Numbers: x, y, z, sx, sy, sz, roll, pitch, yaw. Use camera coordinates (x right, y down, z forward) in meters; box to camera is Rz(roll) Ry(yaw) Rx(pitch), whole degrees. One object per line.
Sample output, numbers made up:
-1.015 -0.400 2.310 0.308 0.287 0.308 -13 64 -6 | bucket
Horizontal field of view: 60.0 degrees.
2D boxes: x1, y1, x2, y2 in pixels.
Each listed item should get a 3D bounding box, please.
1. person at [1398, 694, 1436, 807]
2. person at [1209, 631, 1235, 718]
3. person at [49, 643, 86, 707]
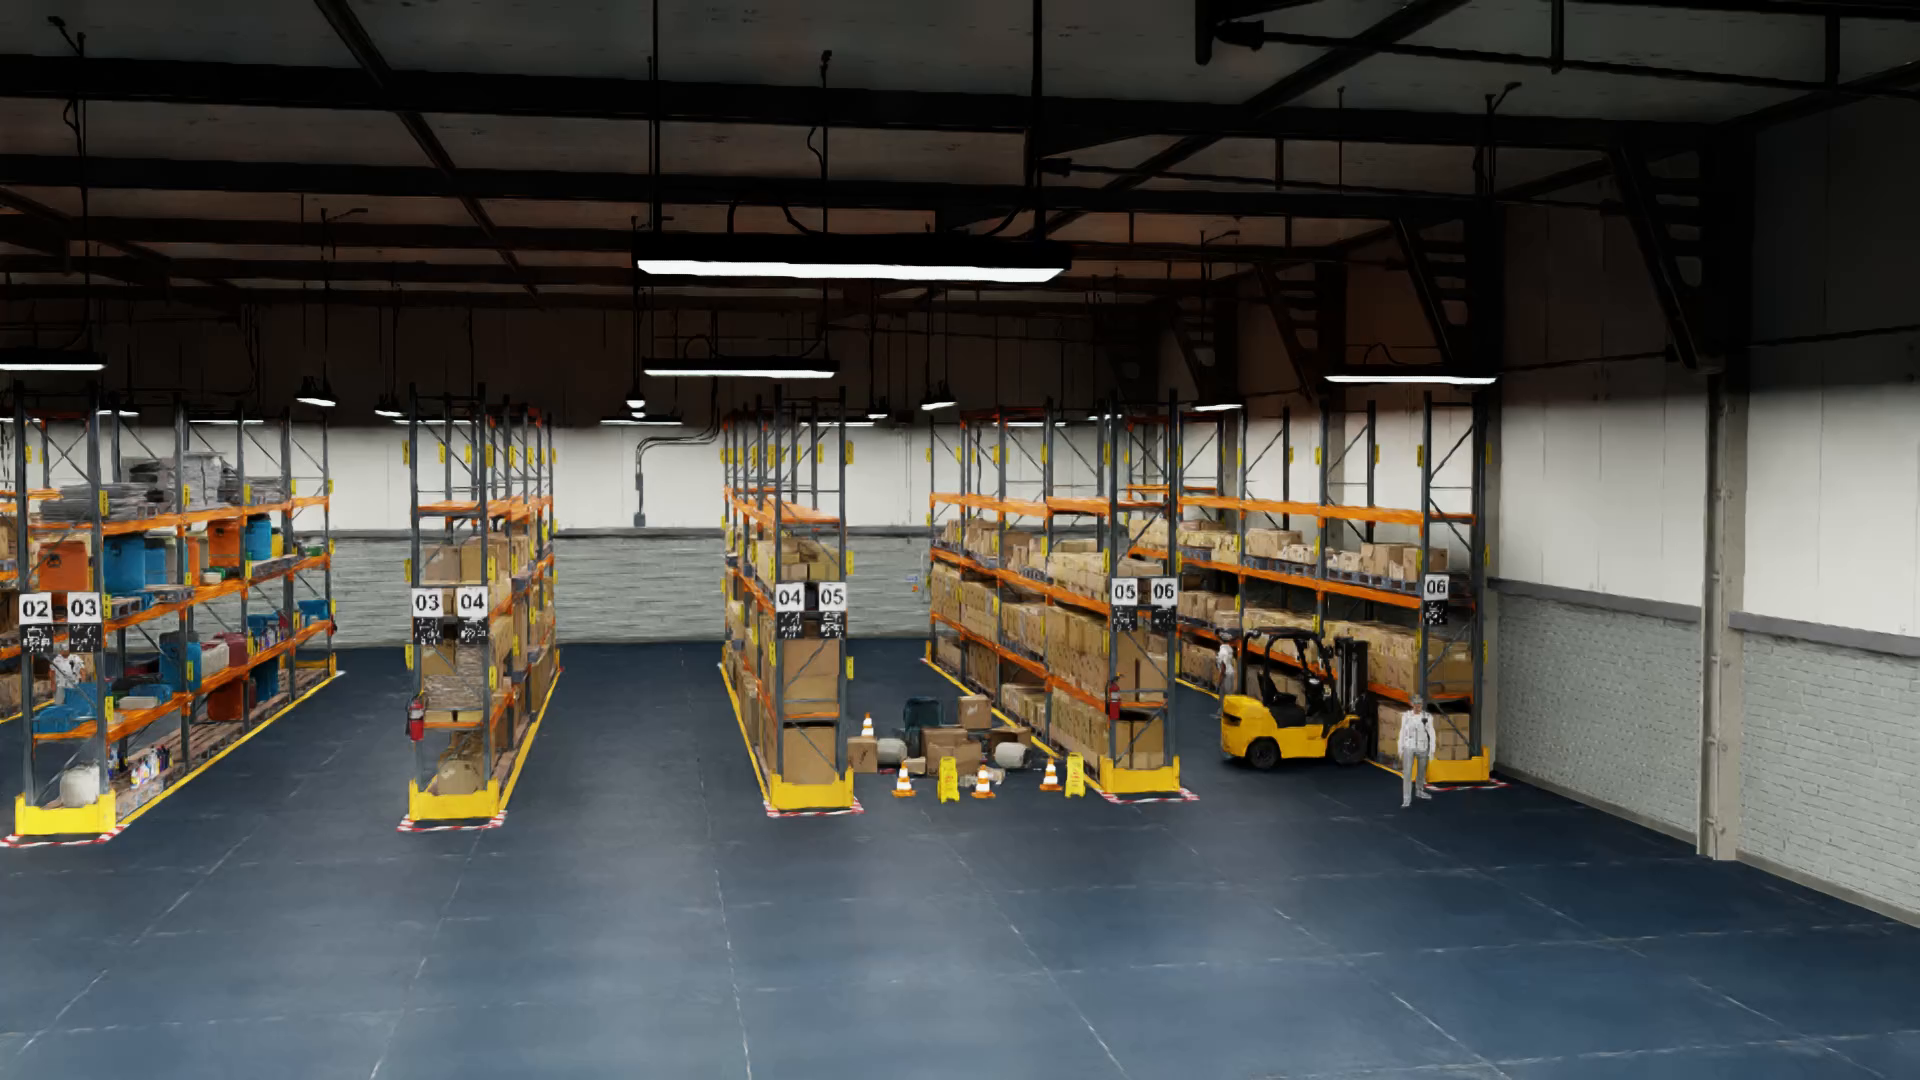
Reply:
6.545 2.985 23.818 0.520 1.618 0.943 1 3 12 | person
4.983 2.564 31.423 0.551 1.663 0.581 1 3 14 | person
-16.307 2.665 30.384 0.625 1.611 0.582 -1 3 -13 | person
